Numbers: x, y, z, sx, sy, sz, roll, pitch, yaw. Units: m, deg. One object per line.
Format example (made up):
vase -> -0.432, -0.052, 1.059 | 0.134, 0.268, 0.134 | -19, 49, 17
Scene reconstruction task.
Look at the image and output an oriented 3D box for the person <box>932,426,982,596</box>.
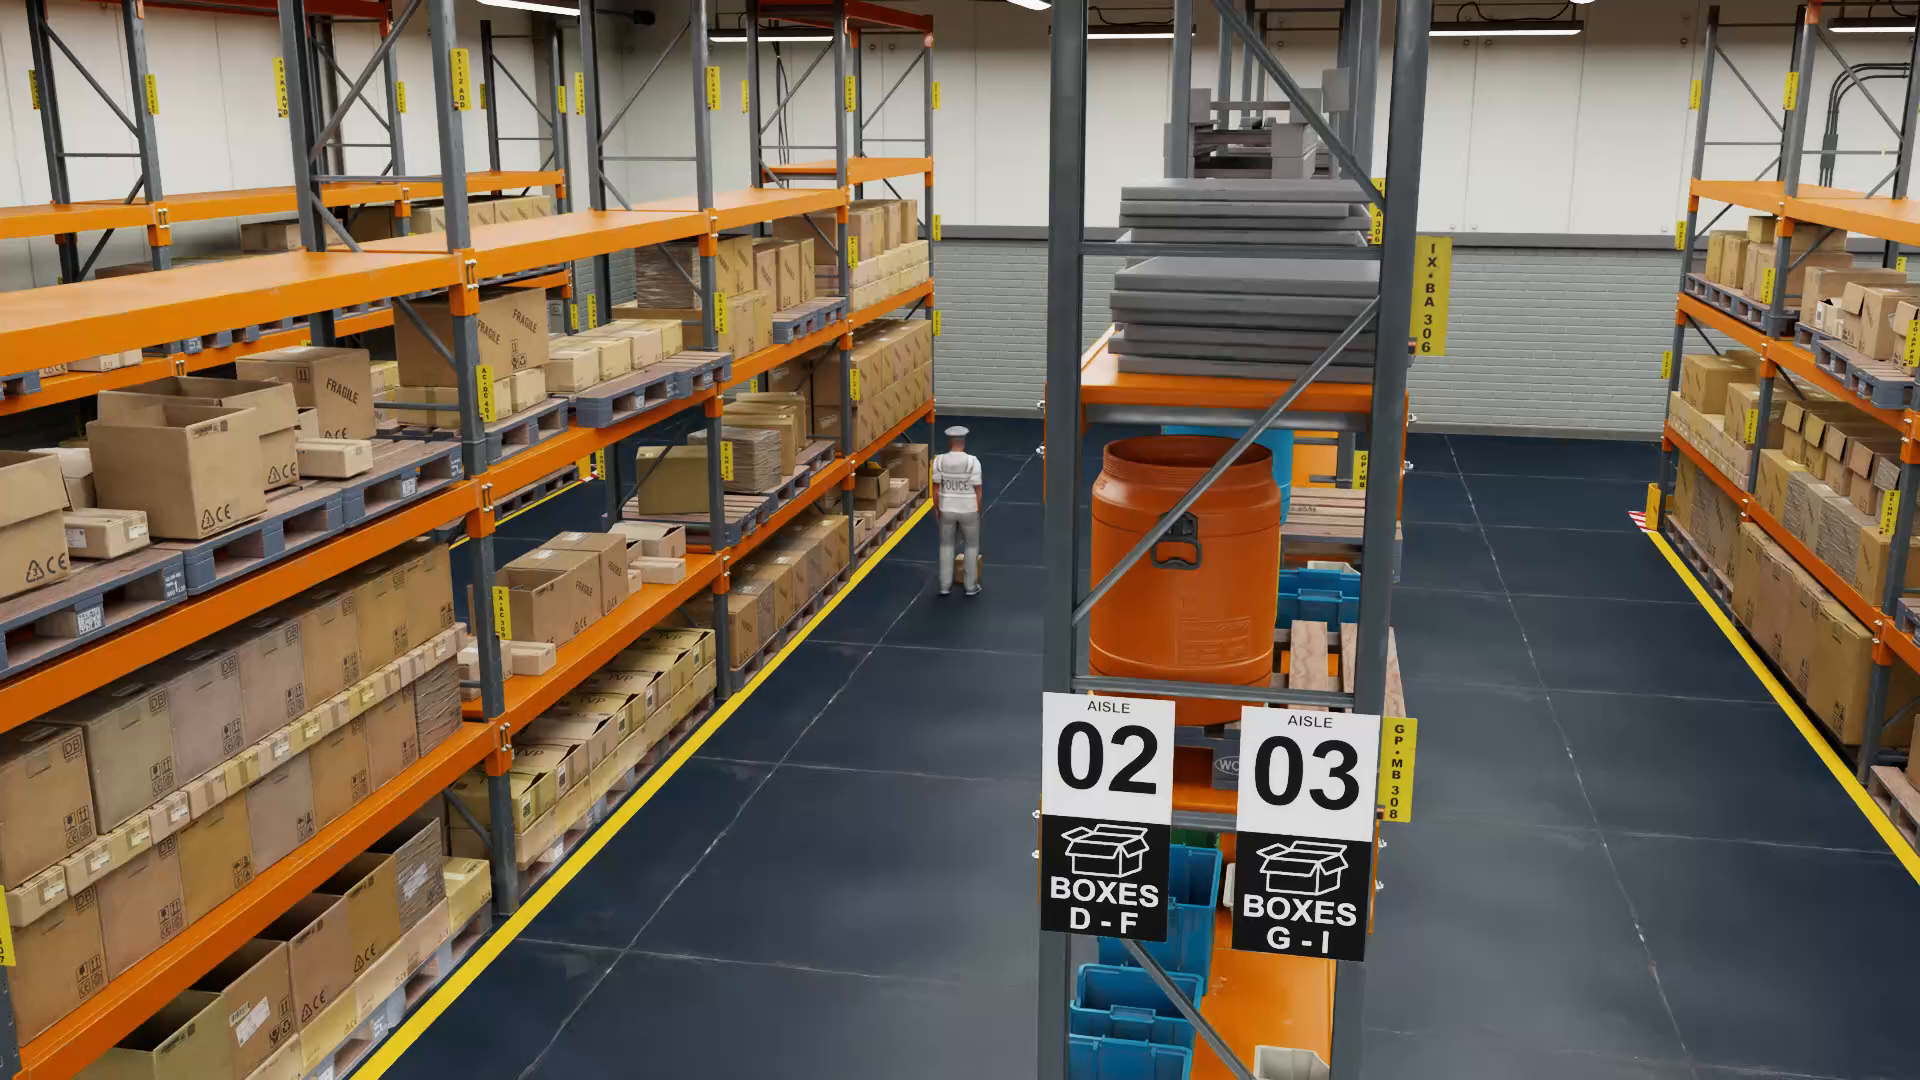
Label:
person -> -0.023, -0.291, 17.166 | 0.529, 1.757, 0.393 | 3, 15, 12
